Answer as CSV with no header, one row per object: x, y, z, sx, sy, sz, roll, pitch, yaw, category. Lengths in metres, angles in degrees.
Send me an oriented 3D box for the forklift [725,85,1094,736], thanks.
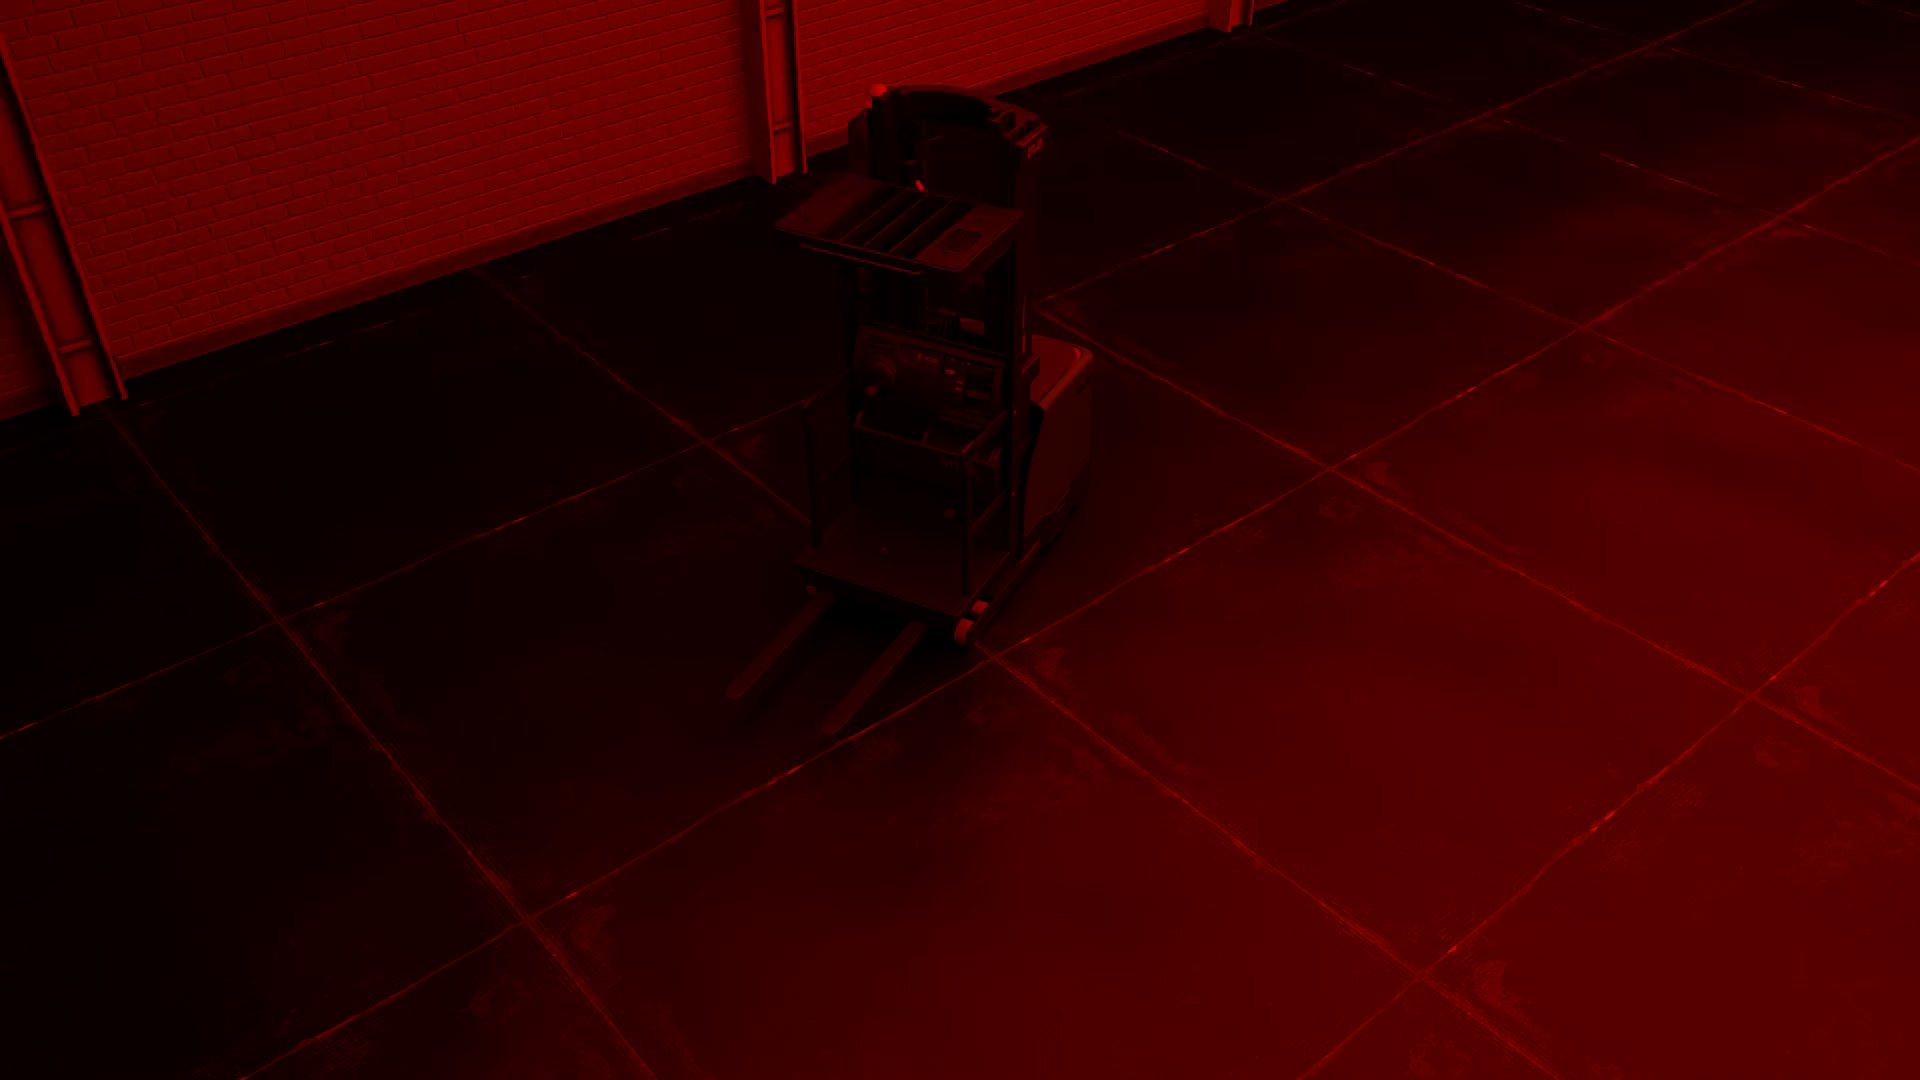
-0.280,-0.861,9.197,1.130,2.935,3.031,17,40,22,forklift

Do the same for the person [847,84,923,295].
-0.570,-2.632,12.667,0.609,1.732,0.831,-18,40,-22,person
